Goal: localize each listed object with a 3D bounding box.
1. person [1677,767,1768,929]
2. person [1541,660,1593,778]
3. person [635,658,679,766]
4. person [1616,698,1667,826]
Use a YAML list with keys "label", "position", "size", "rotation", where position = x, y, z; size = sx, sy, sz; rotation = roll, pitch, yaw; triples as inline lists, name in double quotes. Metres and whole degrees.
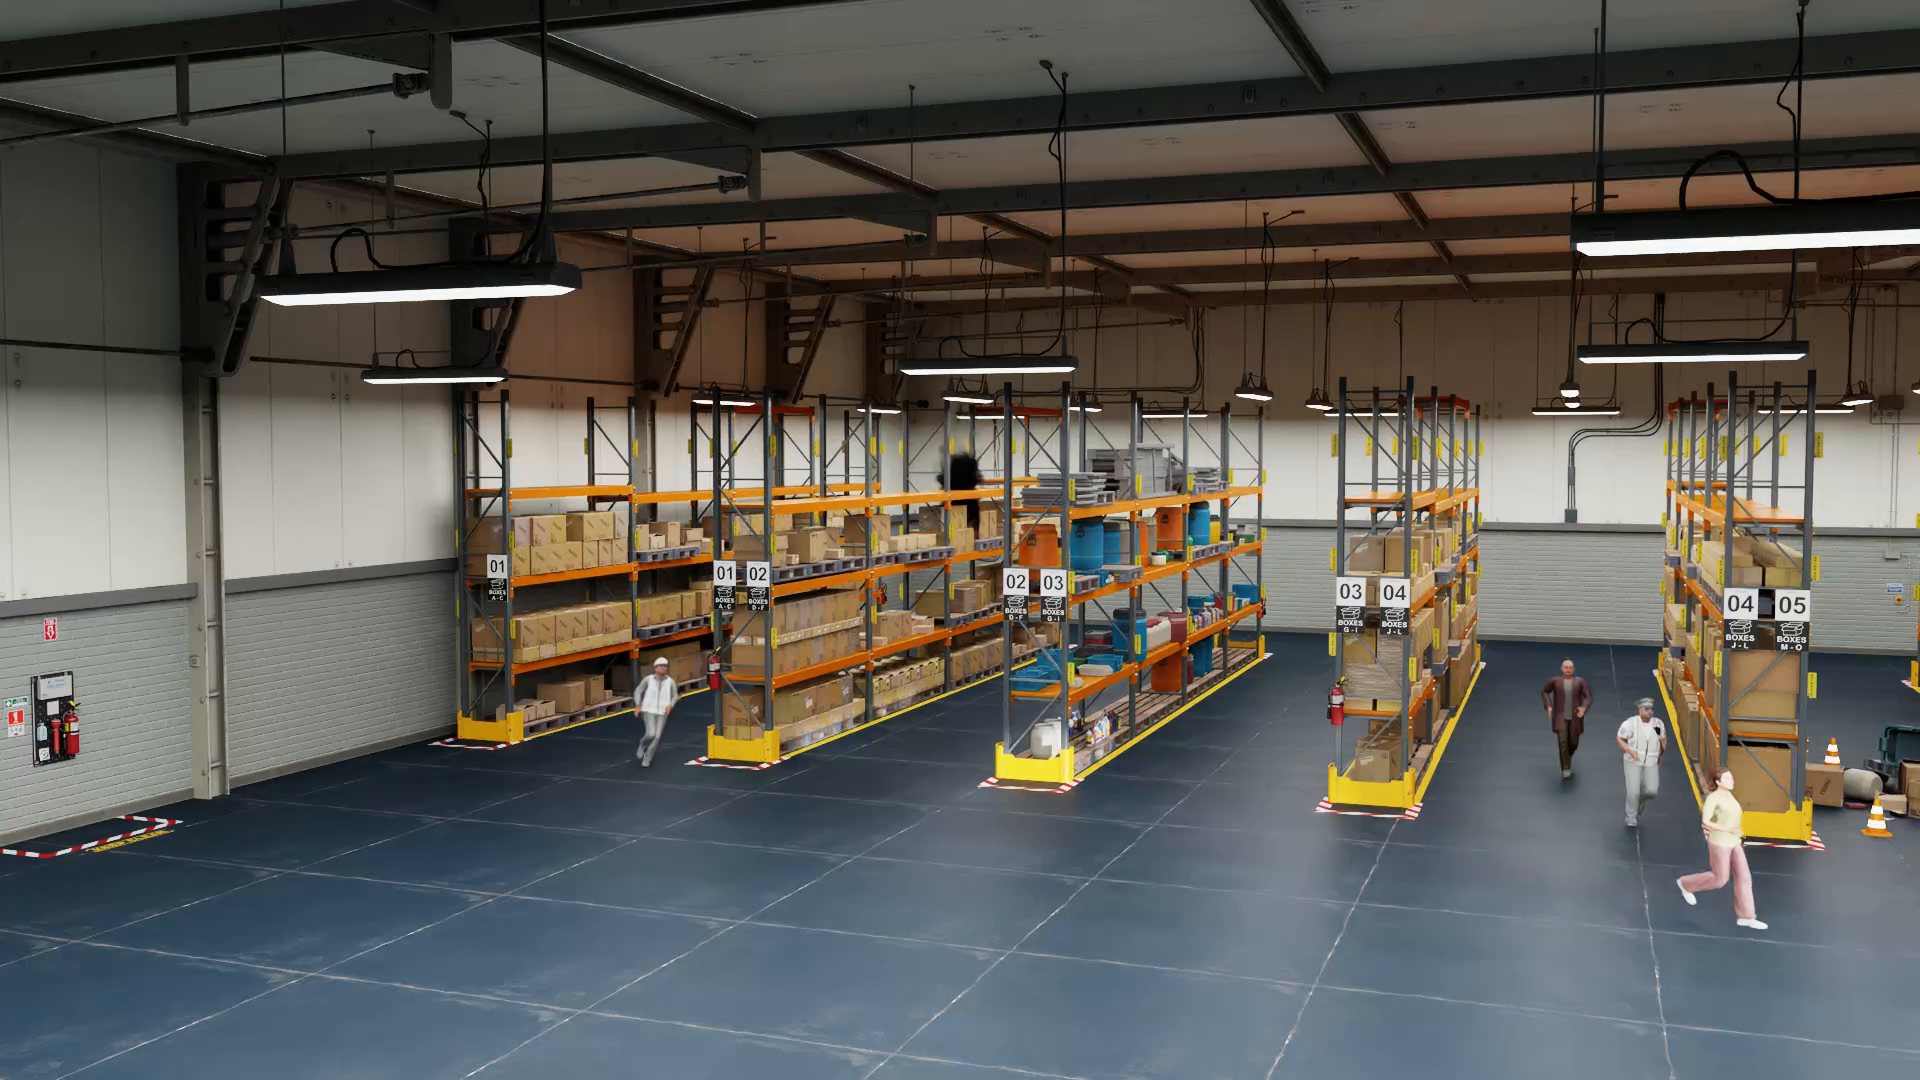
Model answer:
- label: "person"
  position: [8.060, 3.207, 17.528]
  size: [0.592, 1.633, 0.970]
  rotation: [-2, 4, -34]
- label: "person"
  position: [9.301, 2.714, 25.505]
  size: [0.742, 1.750, 0.935]
  rotation: [1, 3, 15]
- label: "person"
  position: [-4.757, 2.713, 26.189]
  size: [0.683, 1.694, 0.534]
  rotation: [-1, 3, -20]
- label: "person"
  position: [9.067, 2.939, 22.059]
  size: [0.672, 1.725, 0.608]
  rotation: [0, 3, 8]
